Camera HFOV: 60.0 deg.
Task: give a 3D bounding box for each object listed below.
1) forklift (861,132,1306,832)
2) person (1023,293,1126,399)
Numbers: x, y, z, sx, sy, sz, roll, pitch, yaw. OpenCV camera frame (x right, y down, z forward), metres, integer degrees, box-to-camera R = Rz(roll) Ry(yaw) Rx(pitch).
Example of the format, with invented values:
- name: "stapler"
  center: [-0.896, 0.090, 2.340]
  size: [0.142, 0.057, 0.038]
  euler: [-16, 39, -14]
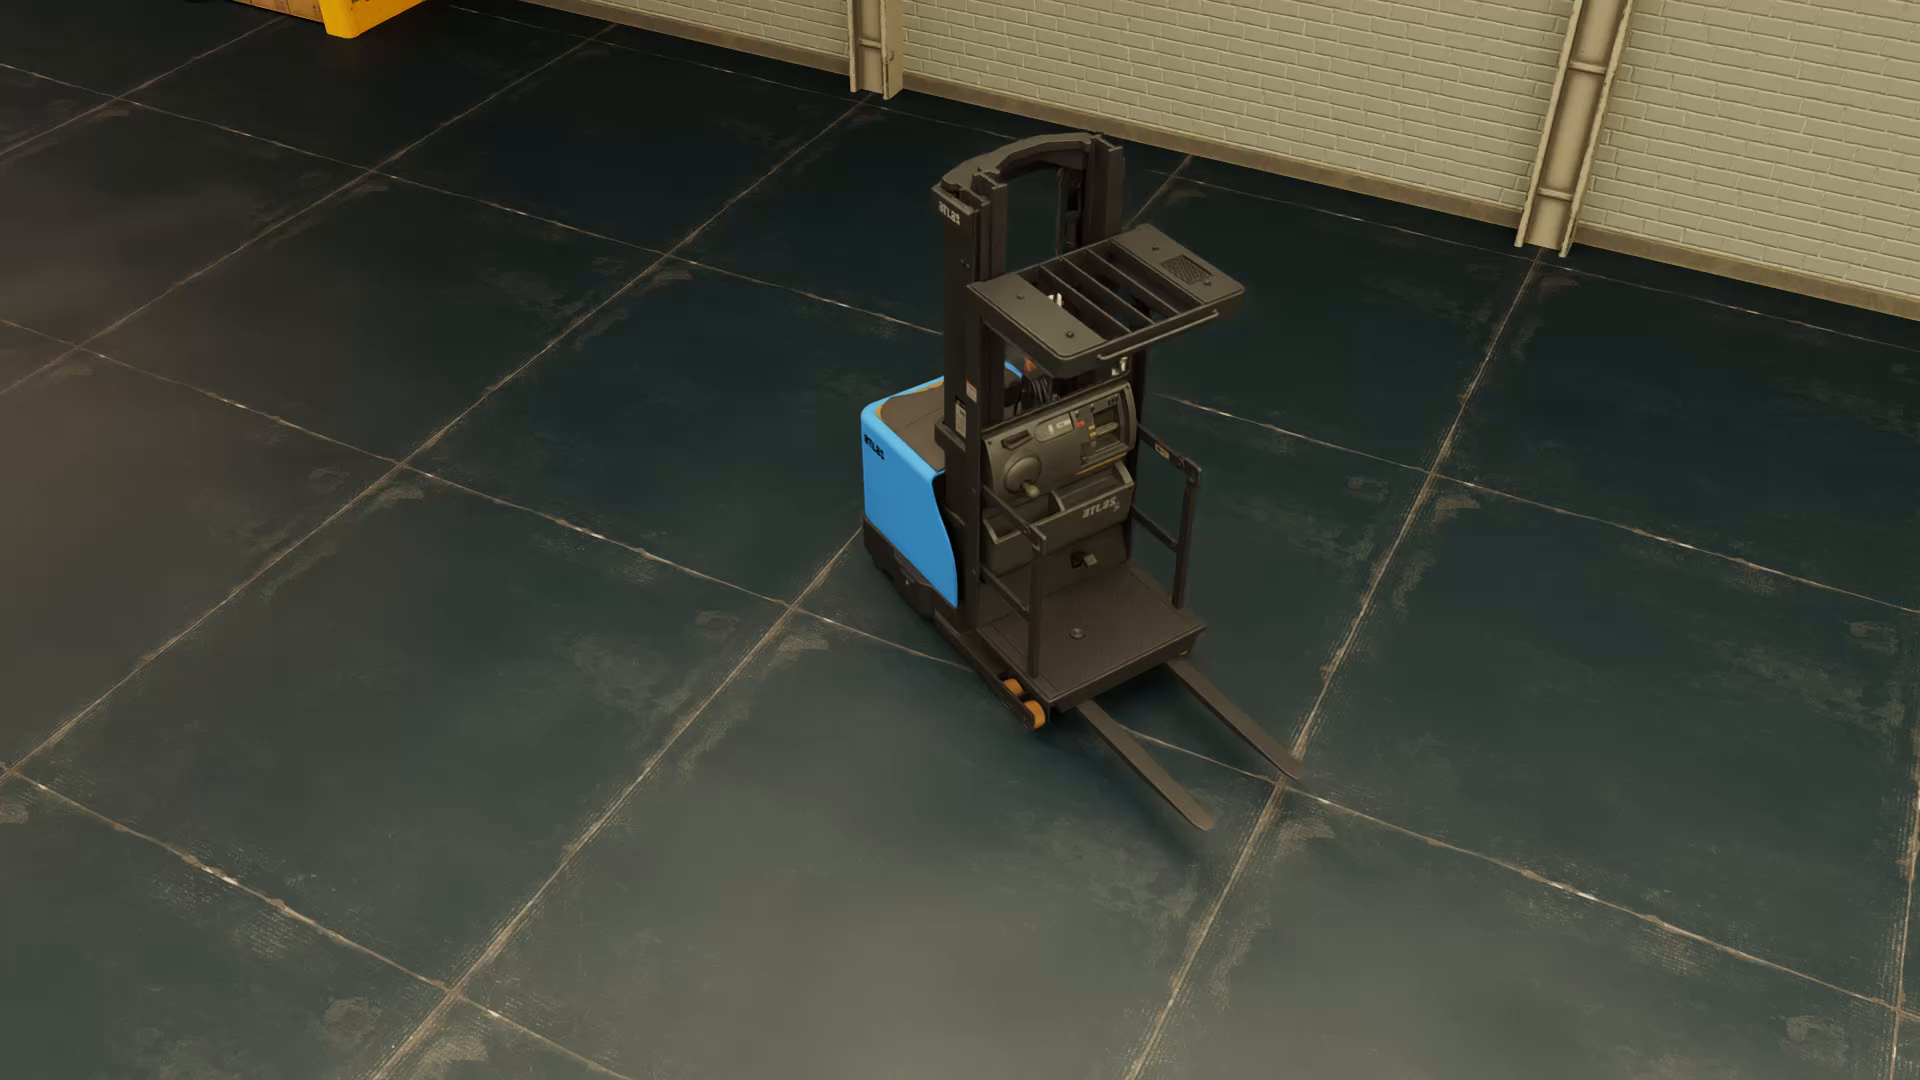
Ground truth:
- name: "forklift"
  center: [0.650, -0.443, 8.512]
  size: [1.130, 2.935, 3.031]
  euler: [-23, 45, -25]
- name: "person"
  center: [0.692, -1.031, 10.202]
  size: [0.894, 1.746, 0.398]
  euler: [-28, 48, -29]
